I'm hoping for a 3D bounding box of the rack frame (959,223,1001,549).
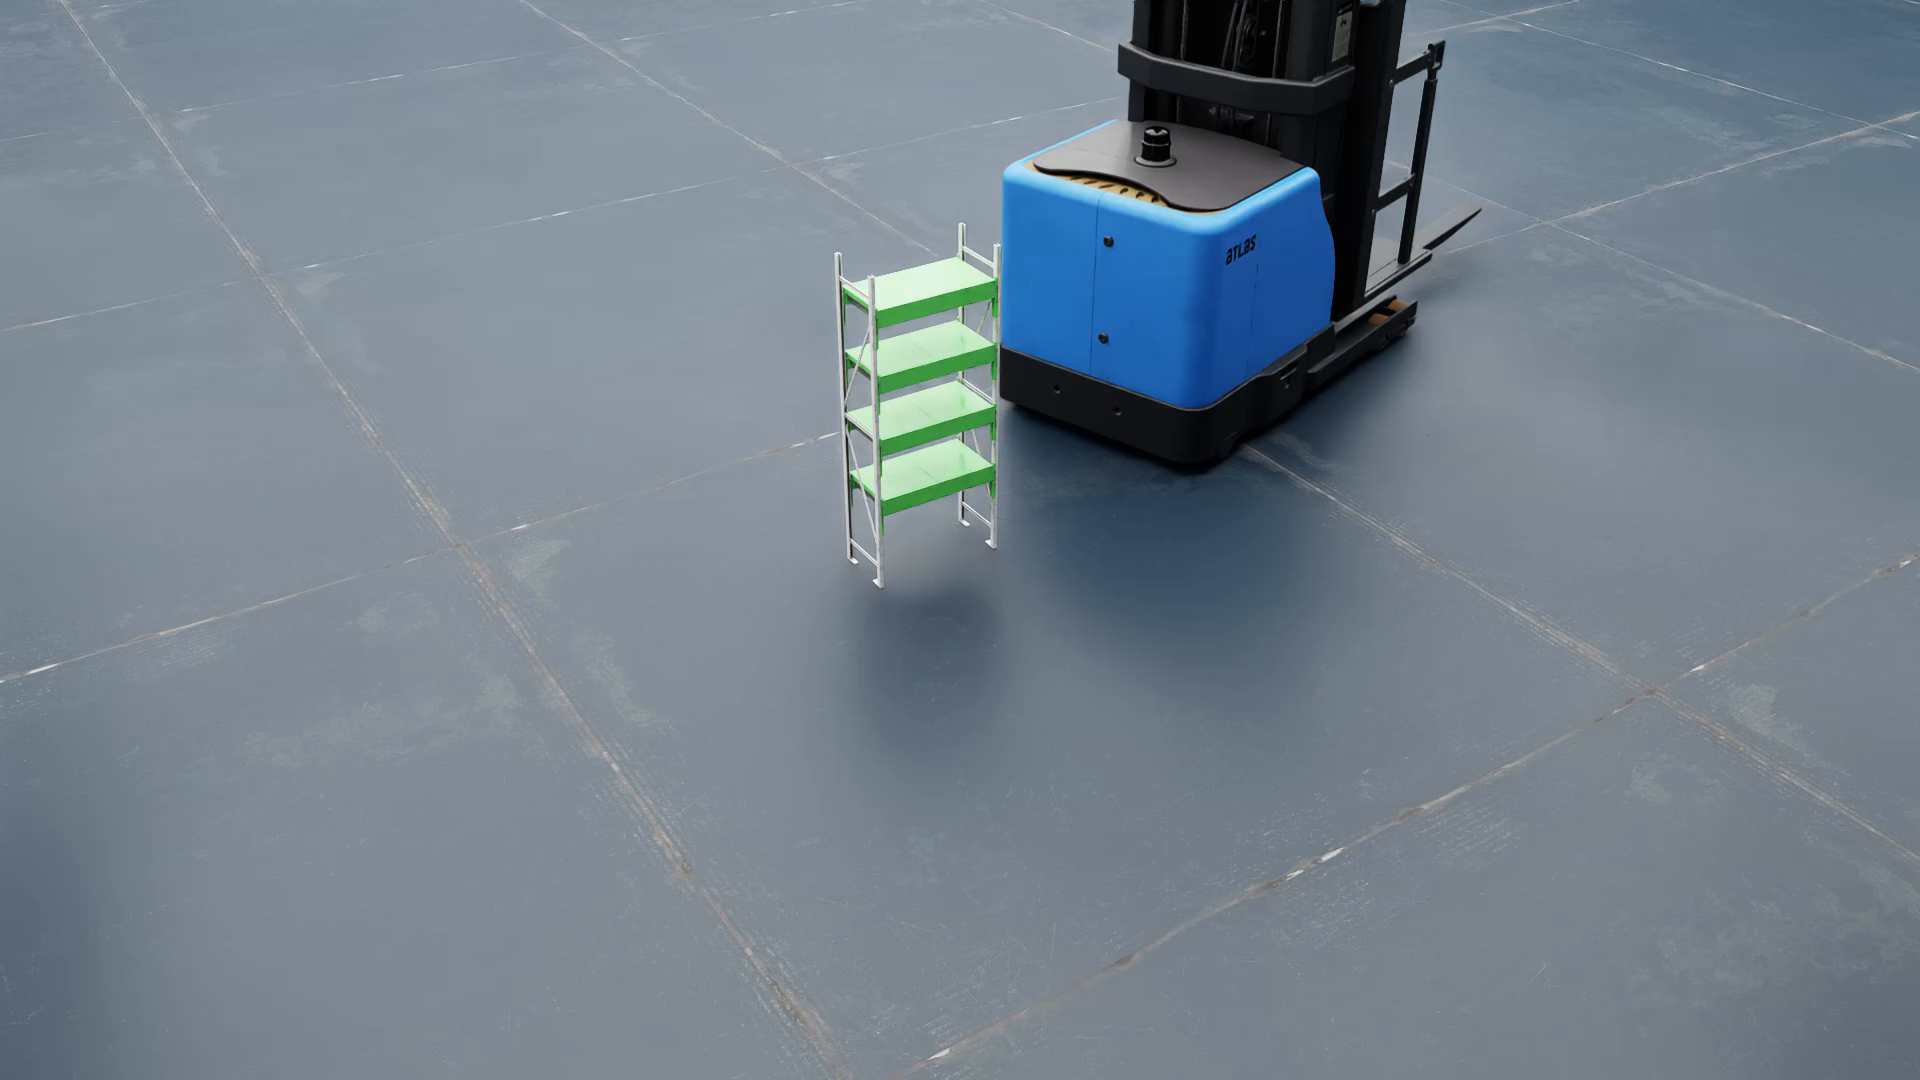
[{"bbox_3d":[0.066,-0.530,5.966,0.015,1.200,0.240,-19,37,-27],"label":"rack frame"}]

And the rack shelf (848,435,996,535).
[{"bbox_3d":[-0.139,-0.203,6.016,0.480,0.148,0.258,-19,37,-27],"label":"rack shelf"}]

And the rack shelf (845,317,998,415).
[{"bbox_3d":[-0.139,-0.609,5.760,0.480,0.148,0.258,-19,37,-27],"label":"rack shelf"}]

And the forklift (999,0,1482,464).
[{"bbox_3d":[1.474,-2.260,7.085,1.130,2.935,3.031,23,39,32],"label":"forklift"}]

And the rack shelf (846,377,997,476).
[{"bbox_3d":[-0.139,-0.406,5.888,0.480,0.148,0.258,-19,37,-27],"label":"rack shelf"}]

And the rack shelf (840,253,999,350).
[{"bbox_3d":[-0.139,-0.812,5.632,0.480,0.148,0.258,-19,37,-27],"label":"rack shelf"}]

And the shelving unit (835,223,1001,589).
[{"bbox_3d":[-0.139,-0.460,5.854,0.503,1.200,0.258,-19,37,-27],"label":"shelving unit"}]

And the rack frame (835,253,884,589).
[{"bbox_3d":[-0.344,-0.389,5.742,0.015,1.200,0.240,-19,37,-27],"label":"rack frame"}]
